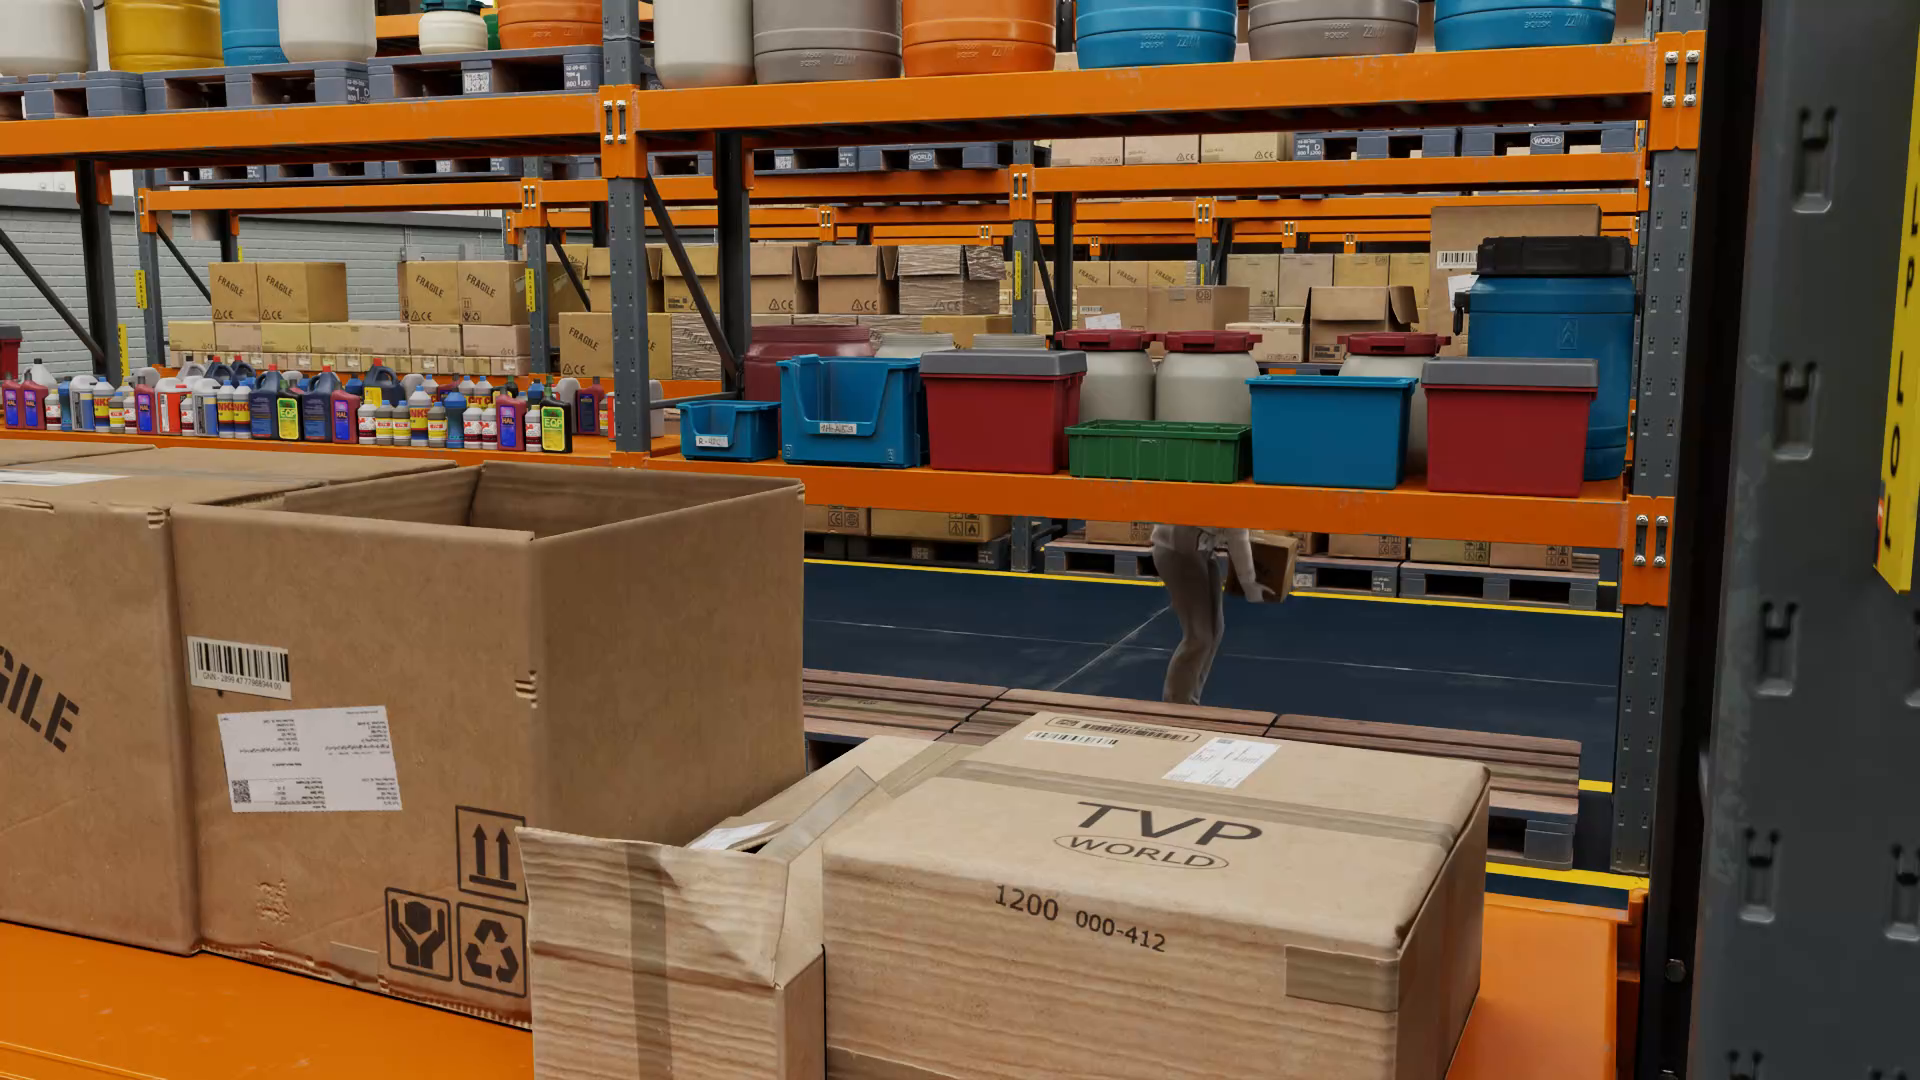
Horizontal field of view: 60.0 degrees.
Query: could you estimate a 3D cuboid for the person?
[{"bbox_3d":[1.167,0.115,7.440,0.623,1.572,0.407,3,9,20],"label":"person"}]
